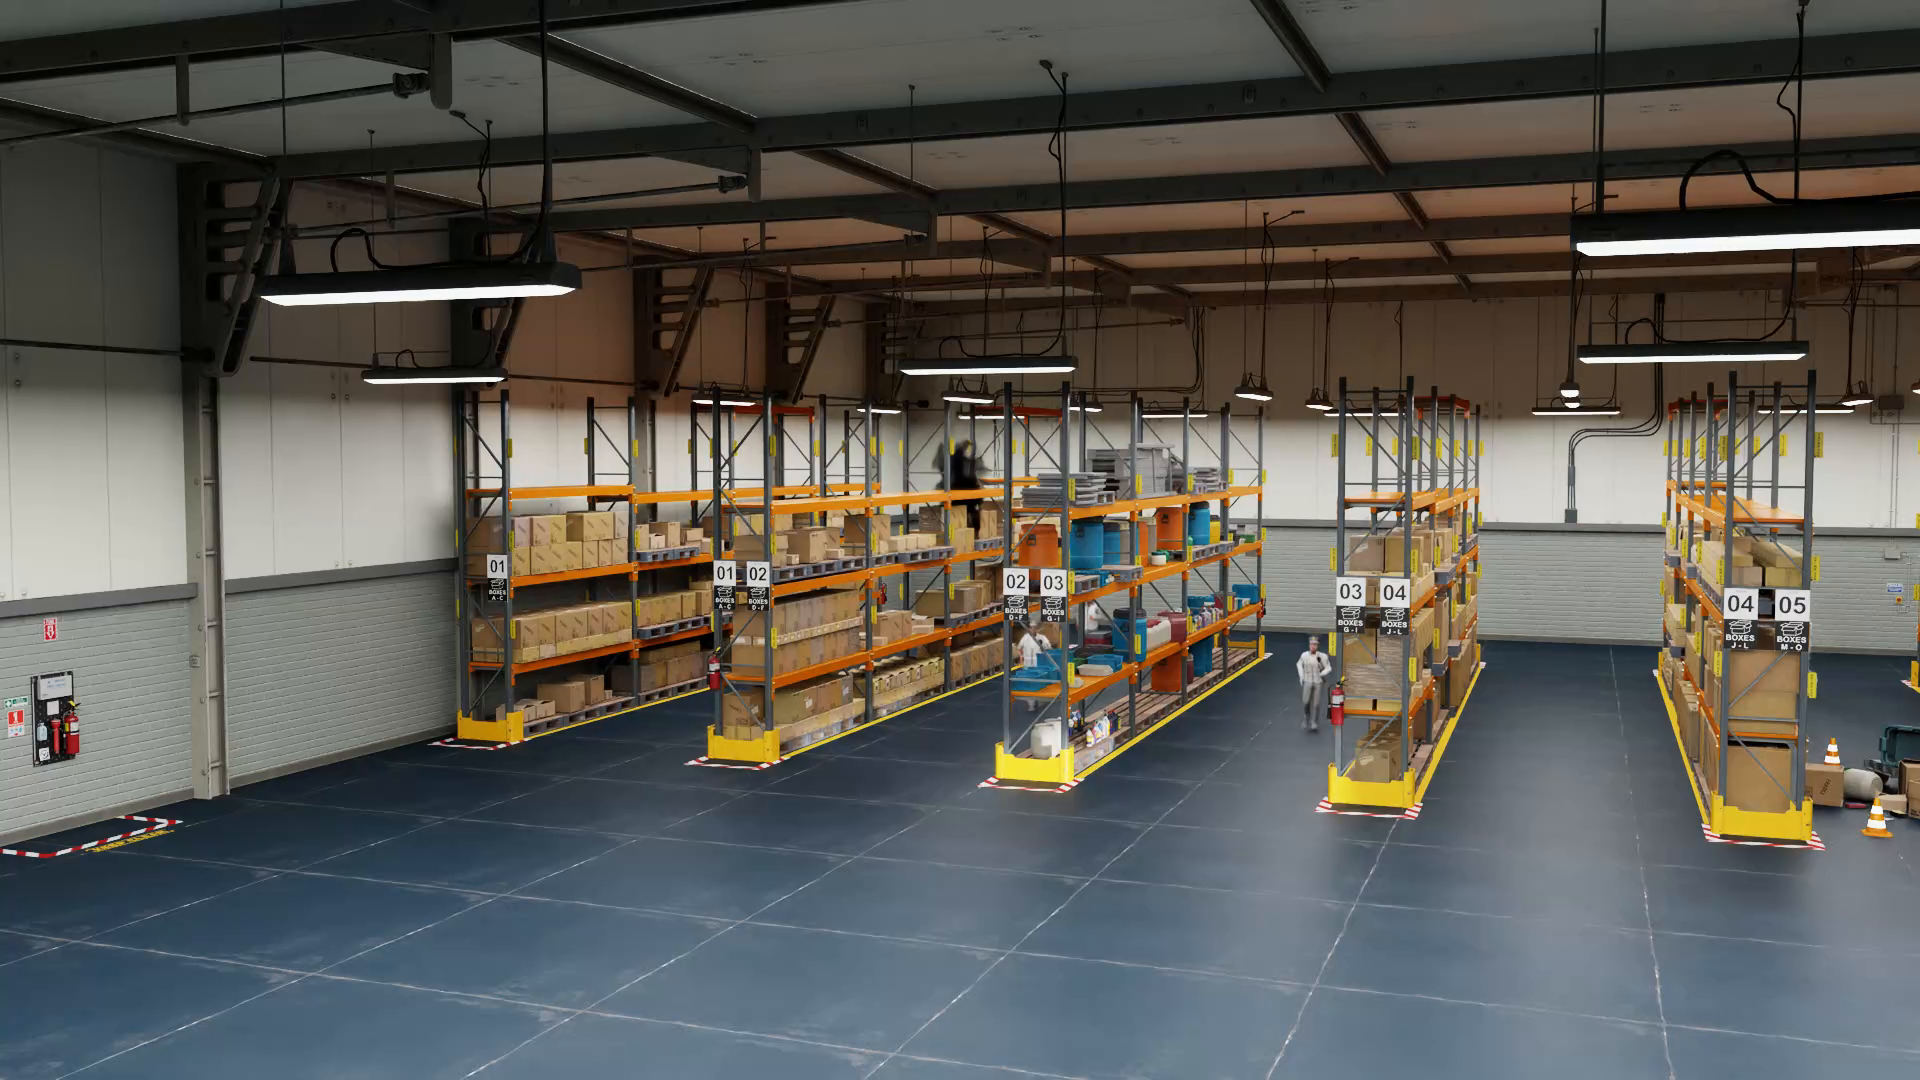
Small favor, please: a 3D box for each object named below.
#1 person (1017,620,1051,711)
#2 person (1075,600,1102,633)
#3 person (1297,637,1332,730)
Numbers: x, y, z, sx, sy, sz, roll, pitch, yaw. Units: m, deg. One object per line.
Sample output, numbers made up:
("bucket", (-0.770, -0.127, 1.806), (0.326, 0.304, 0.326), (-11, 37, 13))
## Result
("person", (1.398, 2.386, 31.699), (0.659, 1.732, 0.622), (1, 3, 10))
("person", (2.925, 2.037, 37.876), (0.621, 1.825, 0.834), (0, 3, 8))
("person", (6.258, 2.540, 29.430), (0.617, 1.678, 0.628), (1, 3, 17))
